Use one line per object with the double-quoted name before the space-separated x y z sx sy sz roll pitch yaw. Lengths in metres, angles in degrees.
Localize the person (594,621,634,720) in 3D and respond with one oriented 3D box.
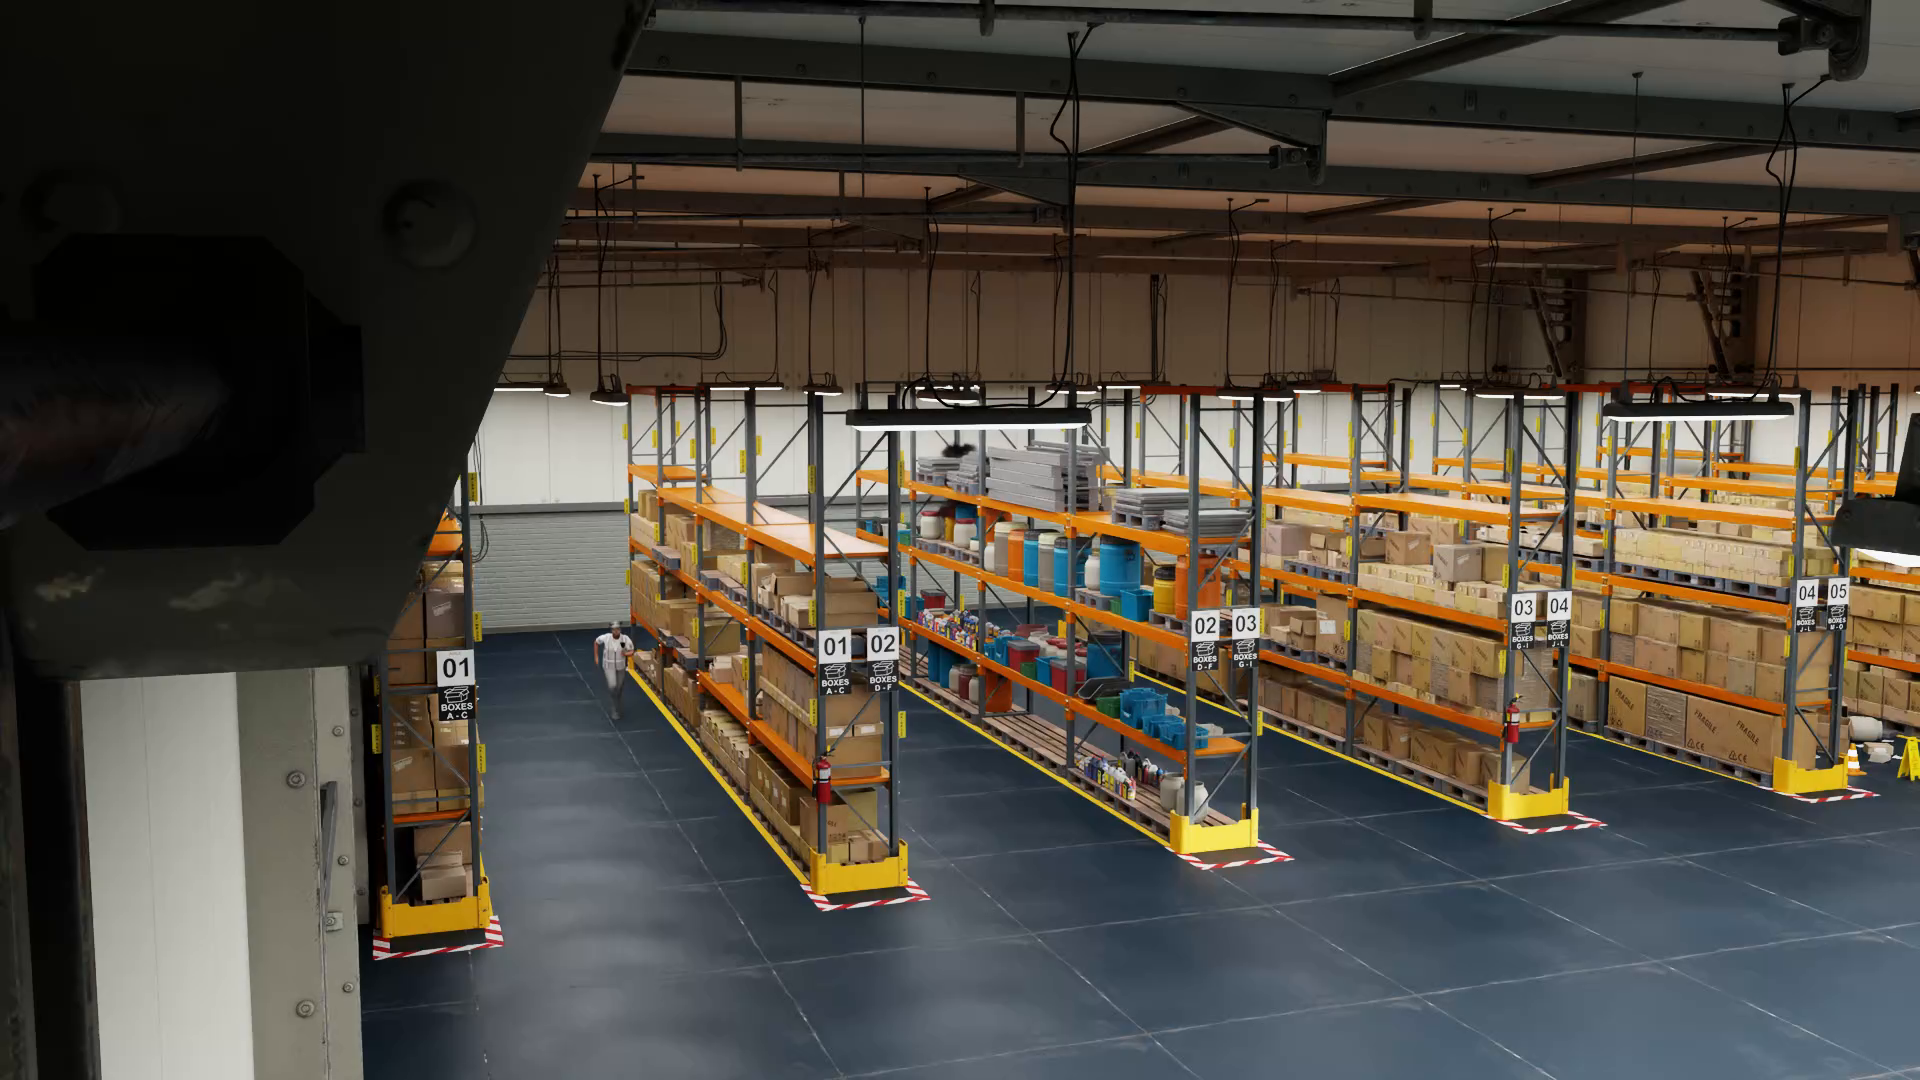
"person" -6.272 2.348 30.231 0.686 1.829 0.860 -2 6 -18
